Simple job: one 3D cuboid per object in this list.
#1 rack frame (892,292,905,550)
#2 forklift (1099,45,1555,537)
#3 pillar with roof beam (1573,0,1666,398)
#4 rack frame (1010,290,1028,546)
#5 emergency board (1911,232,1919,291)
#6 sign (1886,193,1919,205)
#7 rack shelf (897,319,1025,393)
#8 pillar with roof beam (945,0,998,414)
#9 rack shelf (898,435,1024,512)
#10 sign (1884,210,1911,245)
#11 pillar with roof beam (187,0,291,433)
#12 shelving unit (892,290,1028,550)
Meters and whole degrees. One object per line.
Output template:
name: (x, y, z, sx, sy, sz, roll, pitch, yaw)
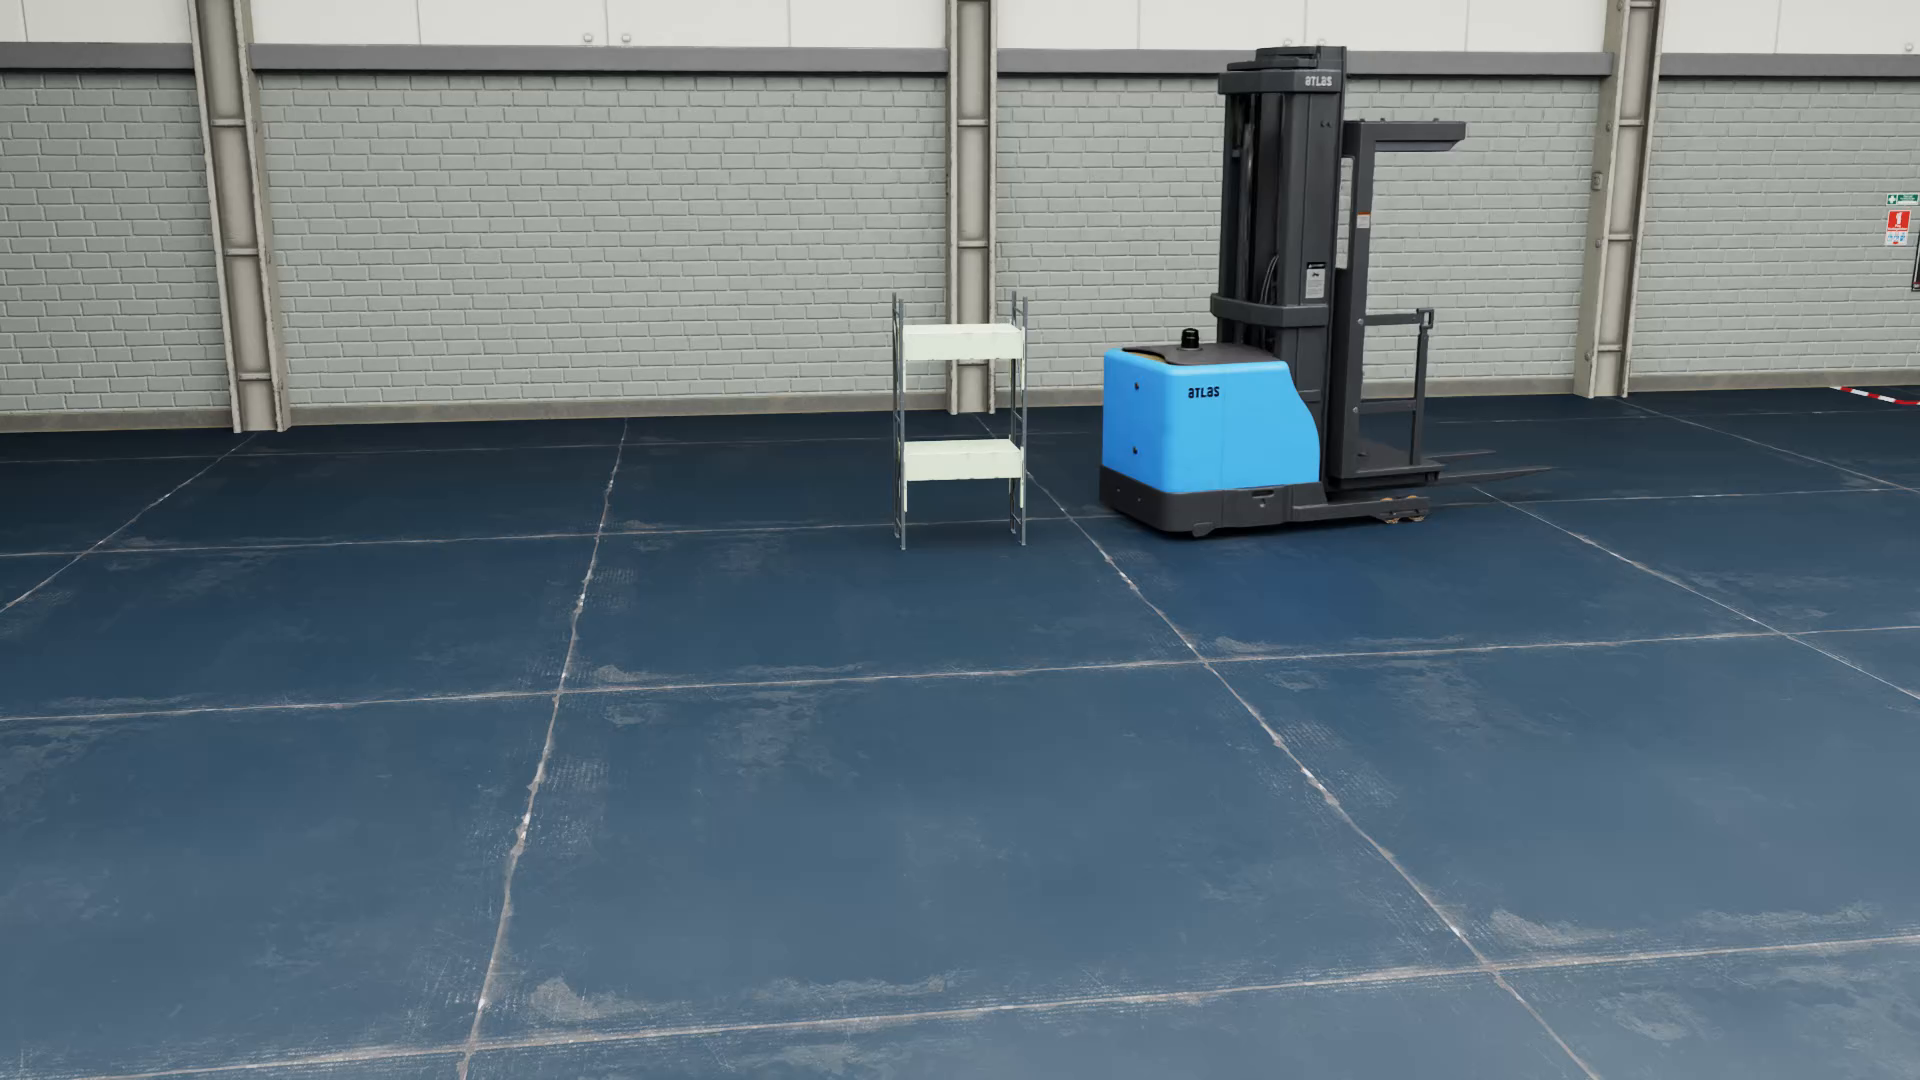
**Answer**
rack frame: (-0.369, -0.714, 9.986, 0.023, 1.500, 0.400, -2, 14, -8)
forklift: (2.491, -1.640, 10.735, 3.031, 2.935, 1.130, -5, 15, -20)
pillar with roof beam: (6.668, -4.696, 10.447, 0.400, 9.000, 9.100, -2, 14, -8)
rack frame: (0.355, -0.740, 10.091, 0.023, 1.500, 0.400, -2, 14, -8)
emergency board: (9.499, -2.963, 15.868, 0.626, 1.169, 0.157, -2, 14, -8)
sign: (8.954, -3.236, 15.795, 0.331, 0.109, 0.001, -2, 14, -8)
rack shelf: (-0.007, -1.106, 9.943, 0.720, 0.370, 0.431, -2, 14, -8)
pillar with roof beam: (0.735, -4.478, 9.580, 0.400, 9.000, 9.100, -2, 14, -8)
rack shelf: (-0.007, -0.411, 10.118, 0.720, 0.370, 0.431, -2, 14, -8)
sign: (8.948, -2.981, 15.867, 0.234, 0.329, 0.001, -2, 14, -8)
pillar with roof beam: (-5.198, -4.261, 8.713, 0.400, 9.000, 9.100, -2, 14, -8)
shelving unit: (-0.007, -0.727, 10.038, 0.755, 1.500, 0.431, -2, 14, -8)
